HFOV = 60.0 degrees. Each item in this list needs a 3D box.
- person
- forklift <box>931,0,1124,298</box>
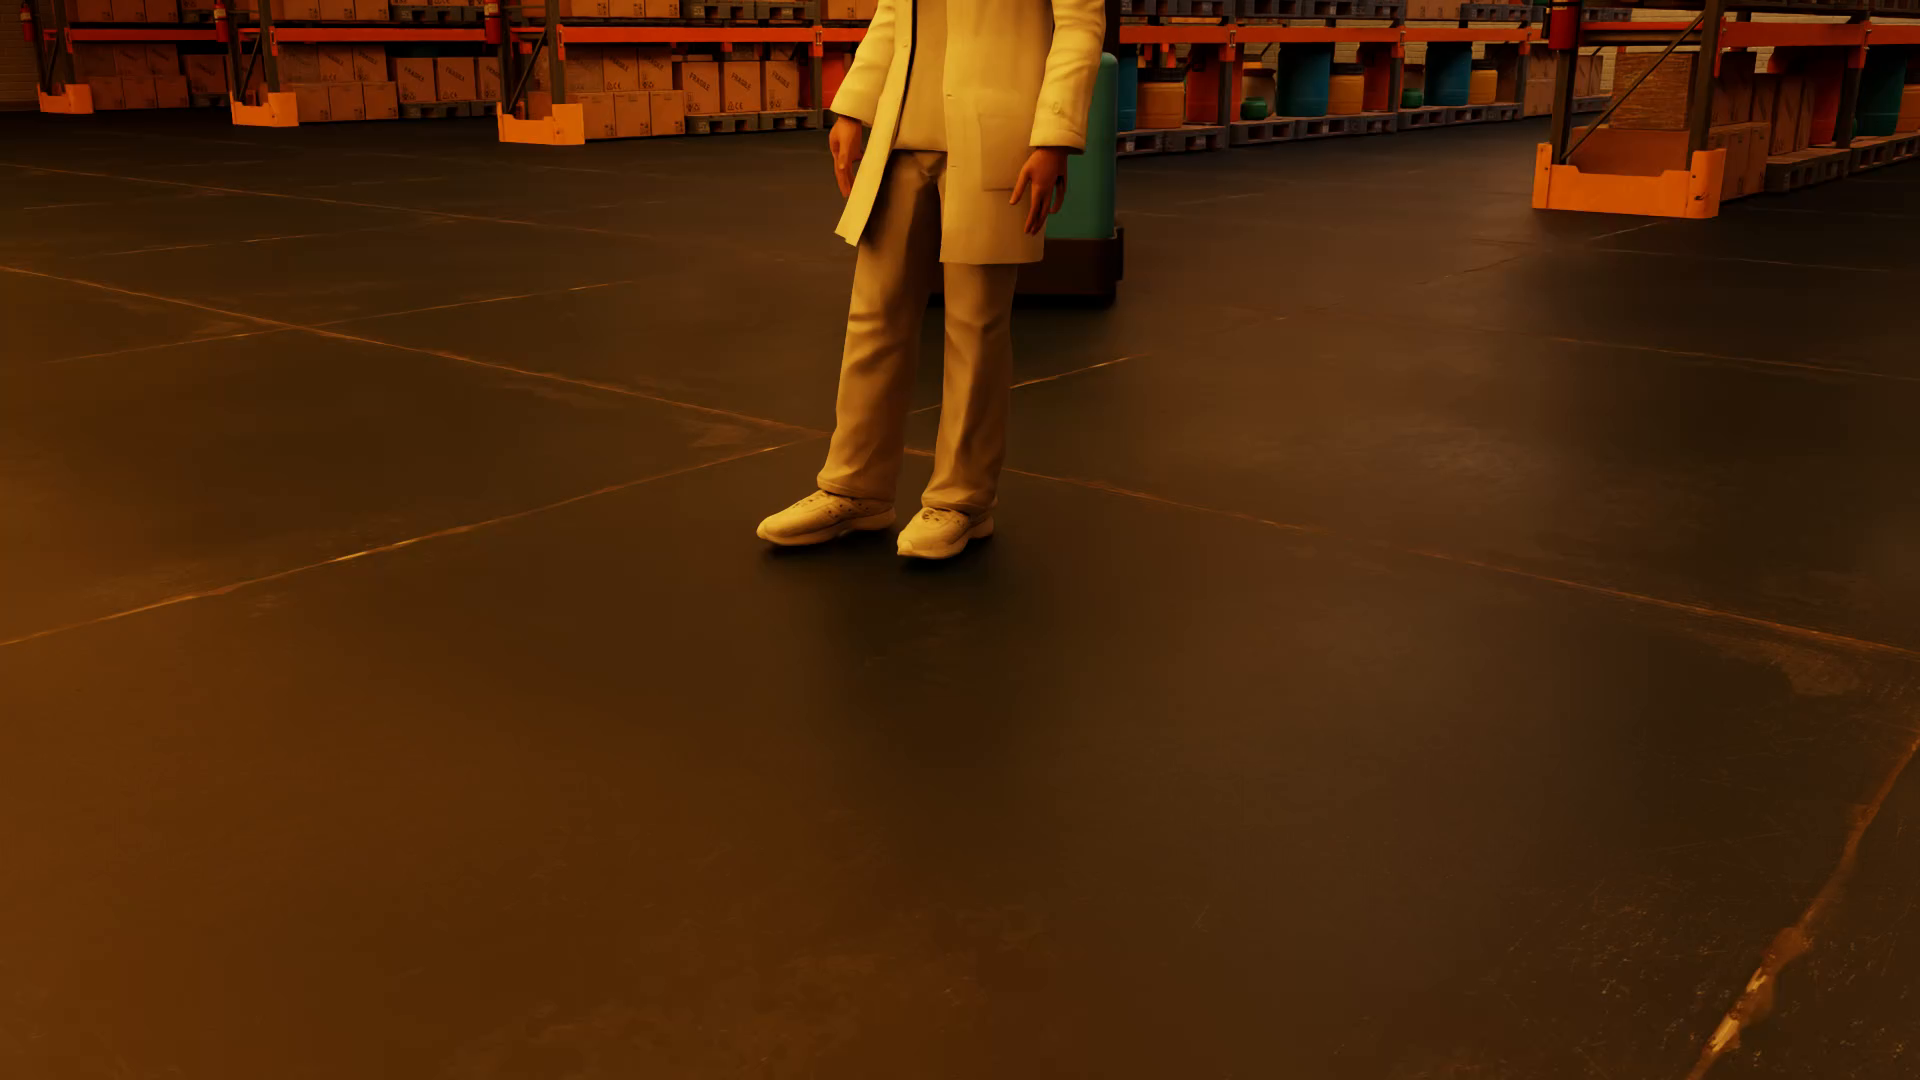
[{"bbox_3d":[-0.061,-0.838,3.616,0.698,1.777,0.578,13,21,37],"label":"person"},{"bbox_3d":[0.248,-2.834,8.232,1.130,2.935,3.031,1,17,4],"label":"forklift"}]
